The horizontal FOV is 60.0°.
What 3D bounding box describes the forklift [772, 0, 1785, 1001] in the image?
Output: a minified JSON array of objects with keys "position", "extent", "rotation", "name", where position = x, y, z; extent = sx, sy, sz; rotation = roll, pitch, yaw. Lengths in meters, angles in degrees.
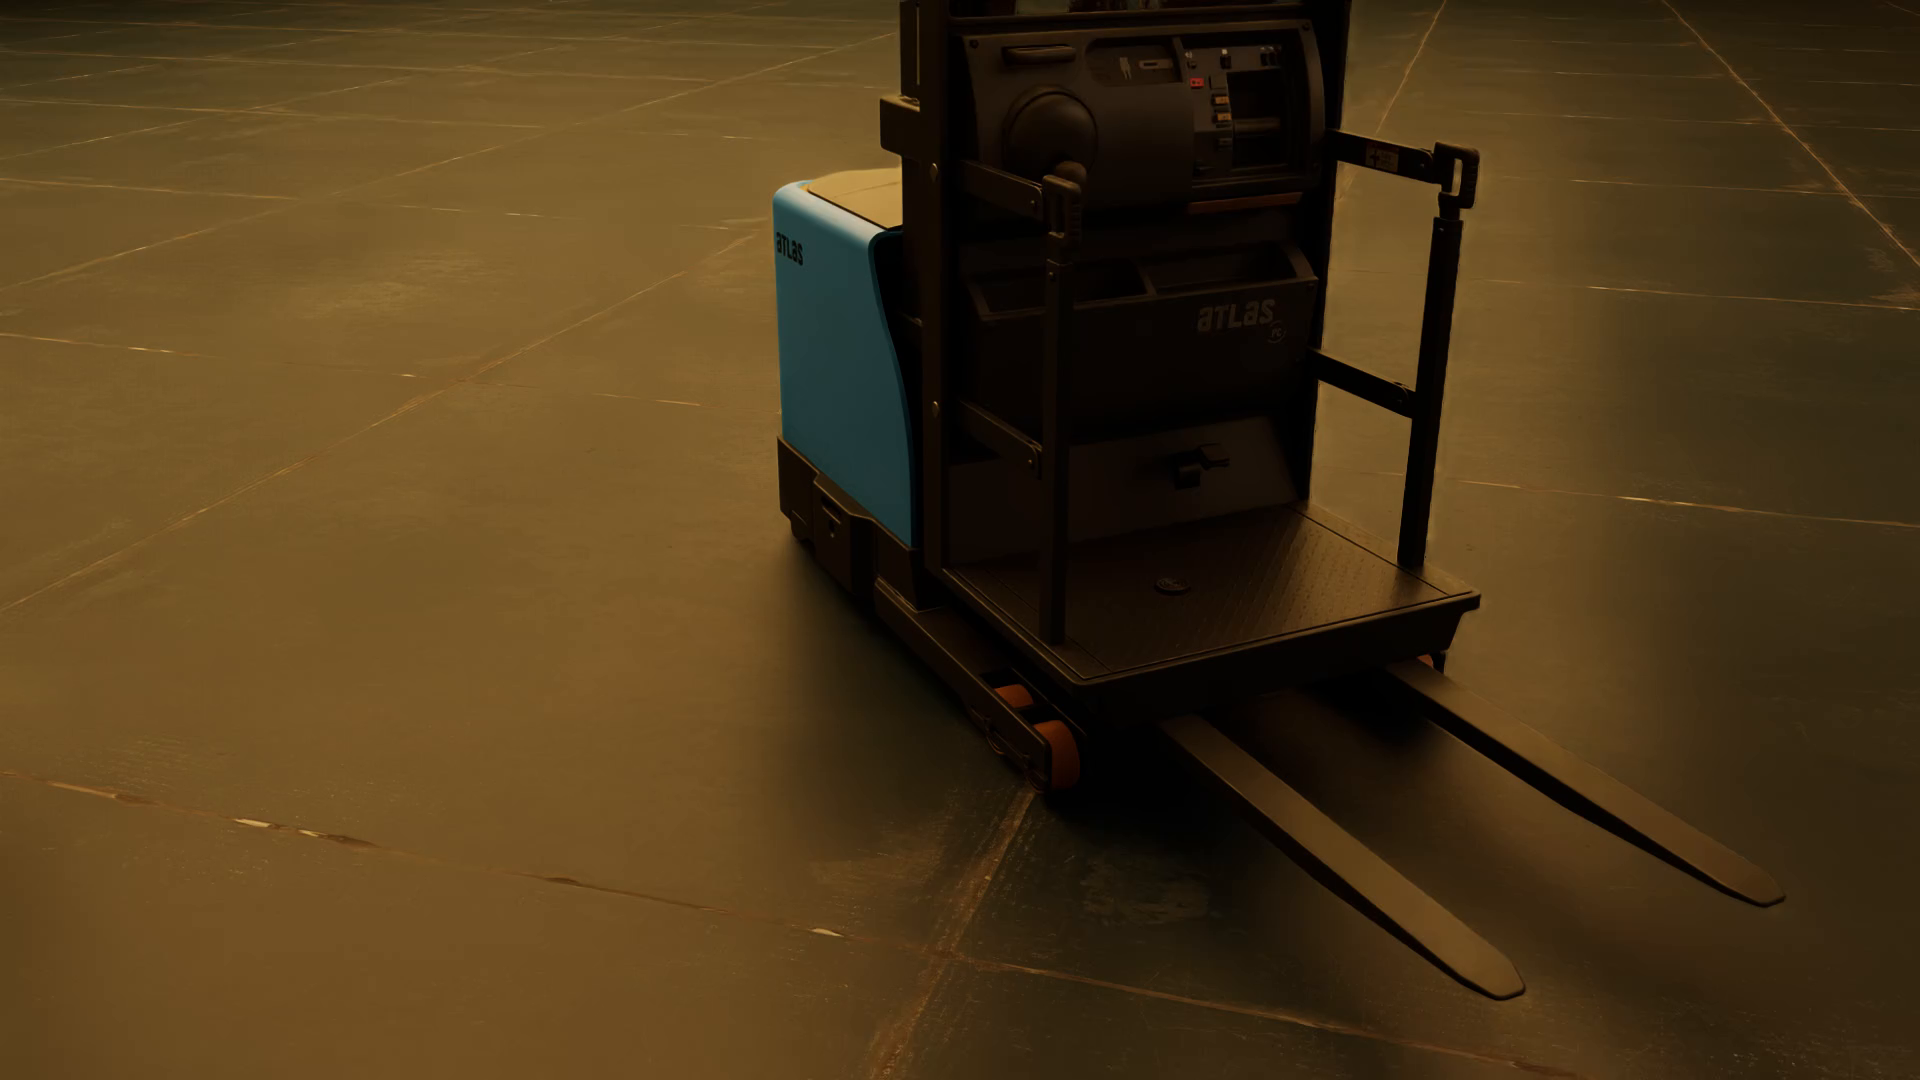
[{"position":[0.531,-0.974,3.638],"extent":[1.130,2.935,3.031],"rotation":[-10,25,-23],"name":"forklift"}]
